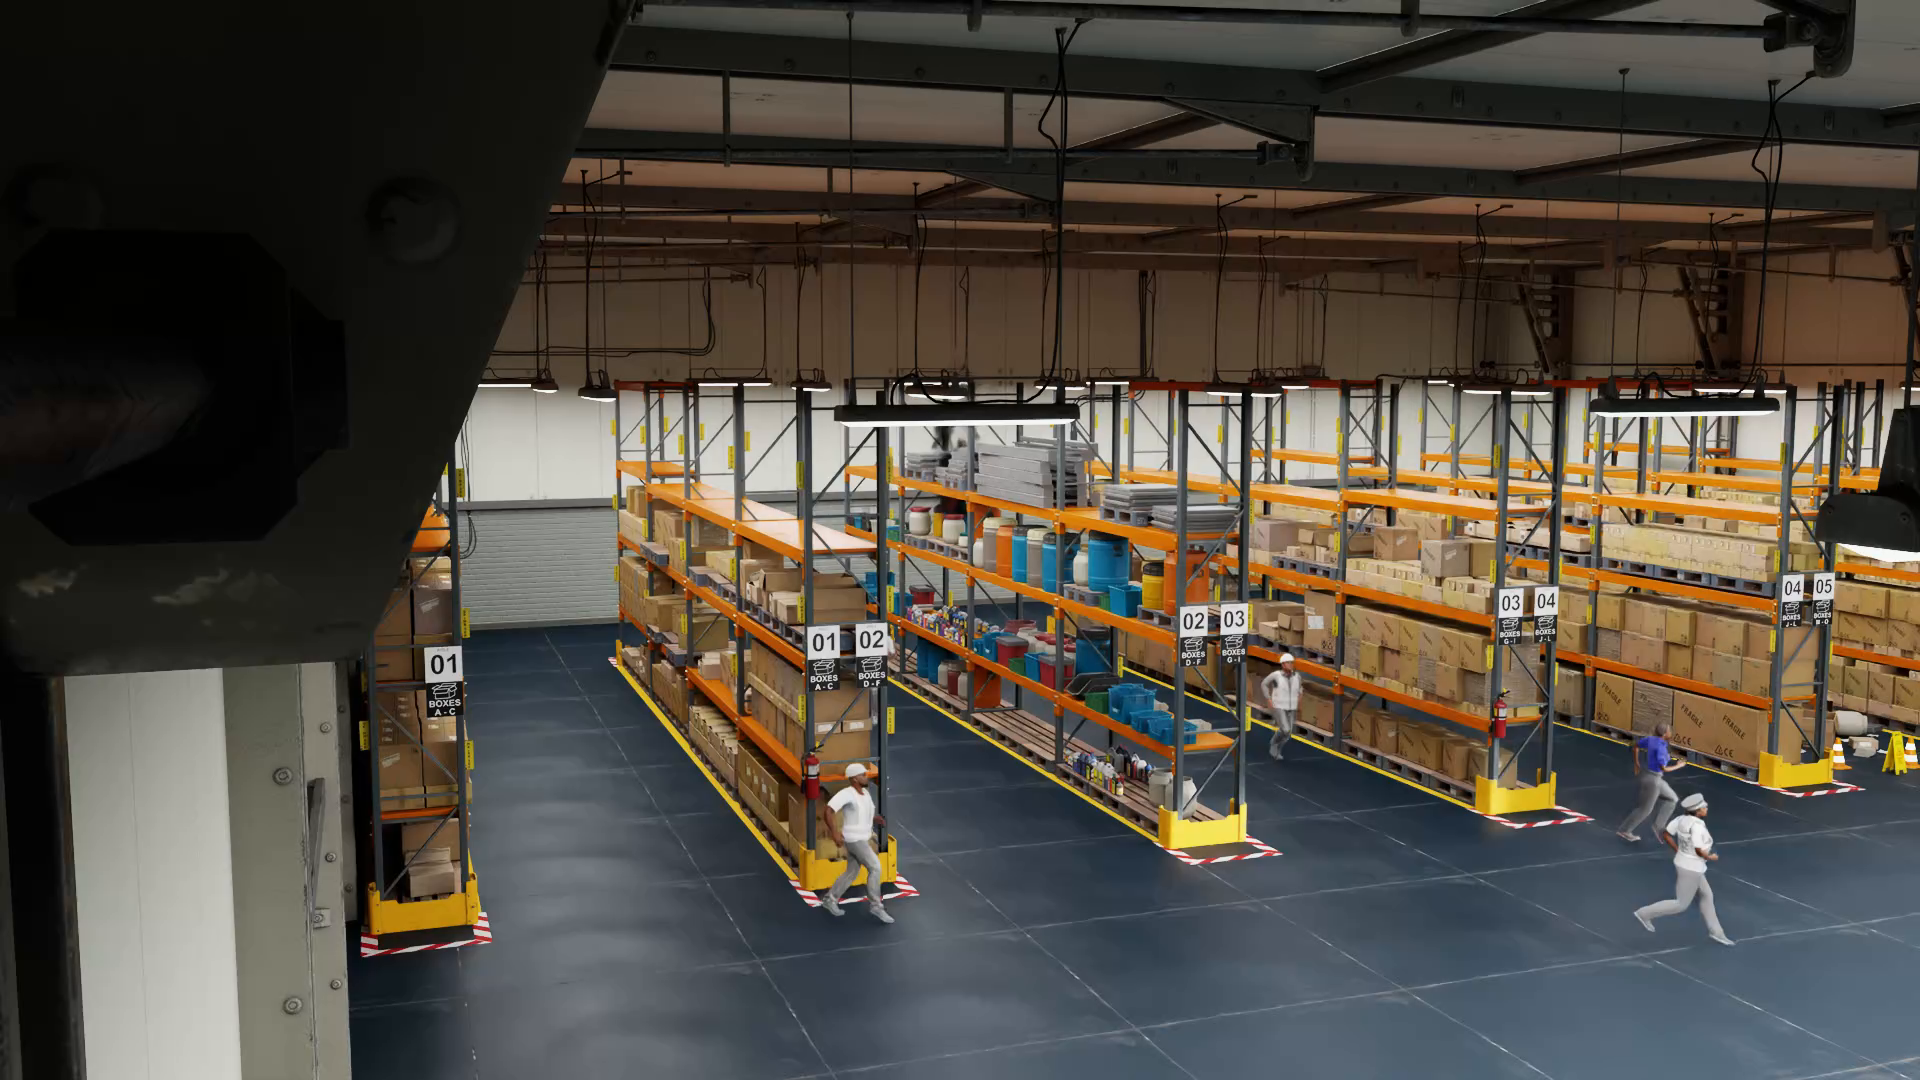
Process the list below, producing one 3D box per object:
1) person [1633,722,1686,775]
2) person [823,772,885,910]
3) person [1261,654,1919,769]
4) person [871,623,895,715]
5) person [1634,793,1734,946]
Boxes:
[{"bbox_3d":[9.209,2.776,21.834,0.614,0.790,0.602,1,6,12],"label":"person"},{"bbox_3d":[-1.189,3.388,19.048,0.744,1.585,0.716,1,6,12],"label":"person"},{"bbox_3d":[5.308,1.368,18.600,23.615,6.000,15.158,-2,6,-20],"label":"person"},{"bbox_3d":[-1.471,2.253,29.442,0.682,1.672,0.774,-2,6,-22],"label":"person"},{"bbox_3d":[7.910,3.596,18.078,1.092,1.710,0.514,1,6,9],"label":"person"}]
